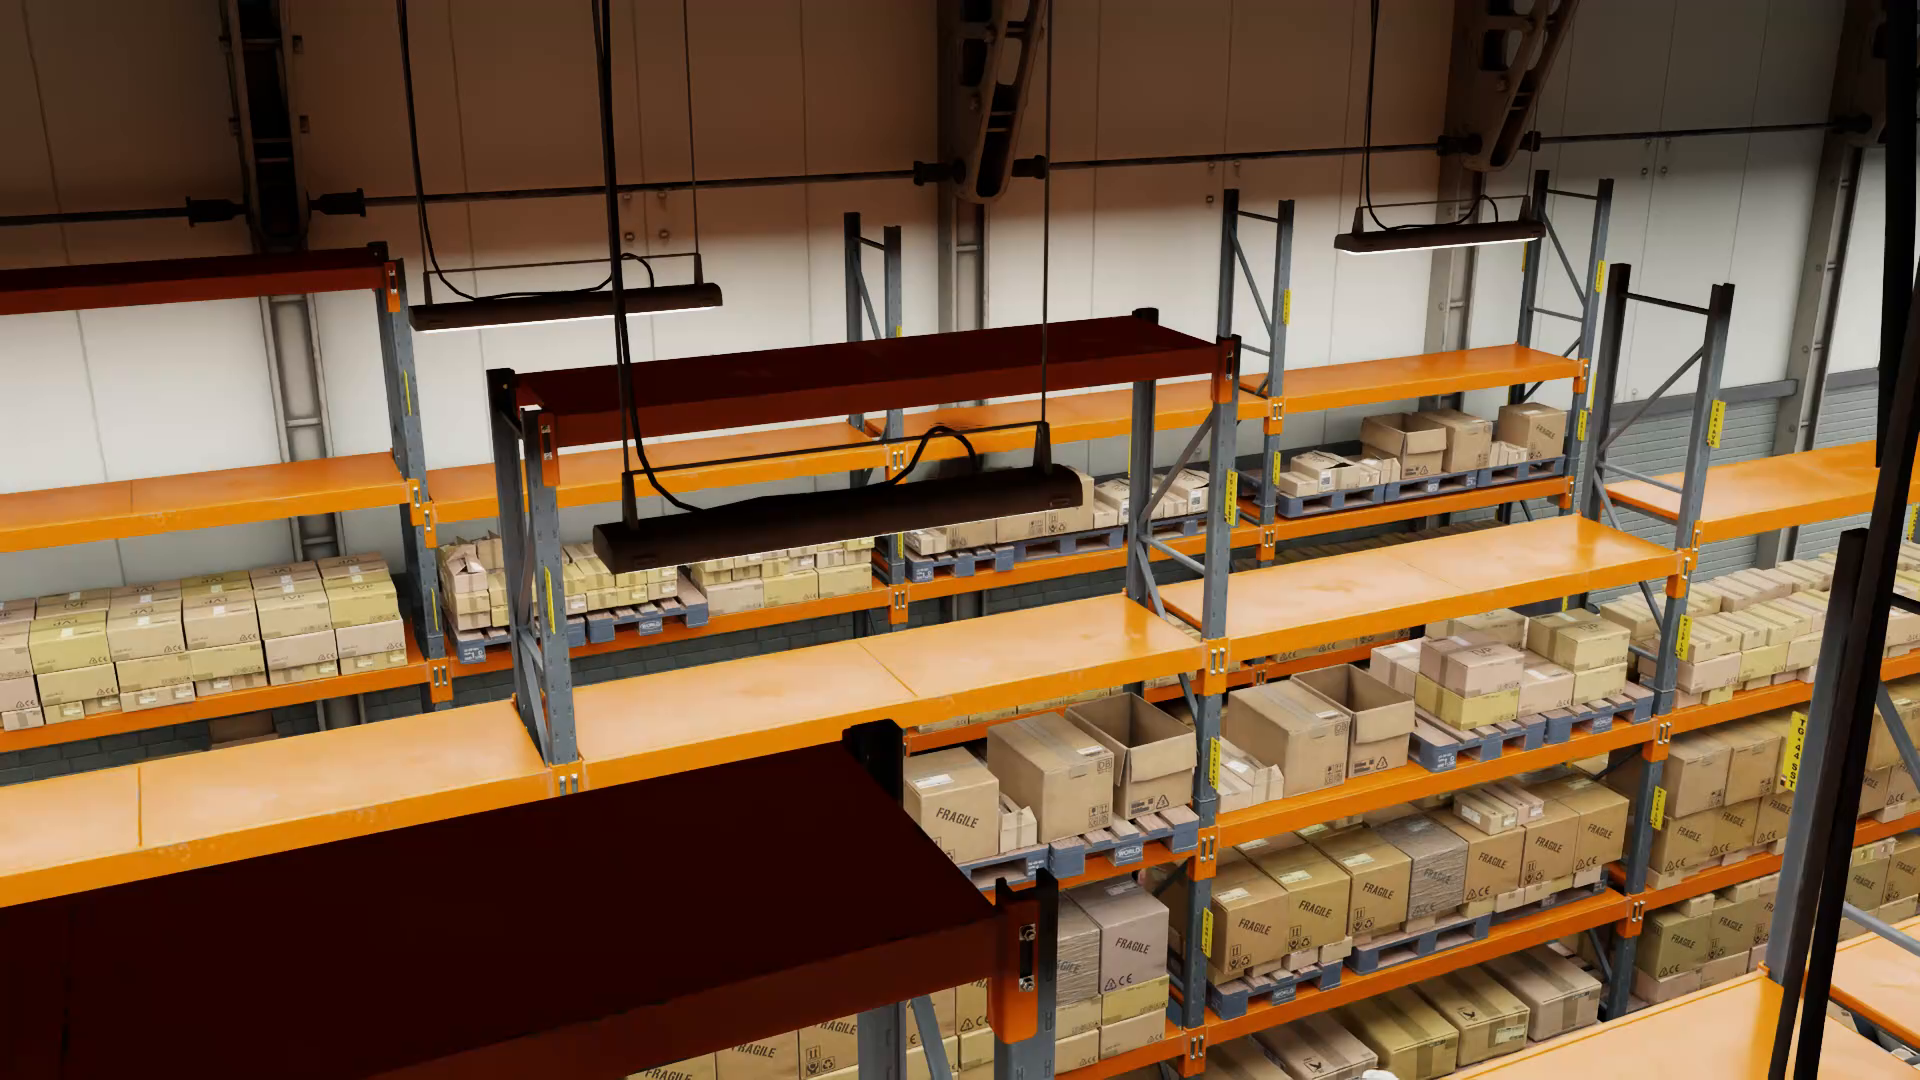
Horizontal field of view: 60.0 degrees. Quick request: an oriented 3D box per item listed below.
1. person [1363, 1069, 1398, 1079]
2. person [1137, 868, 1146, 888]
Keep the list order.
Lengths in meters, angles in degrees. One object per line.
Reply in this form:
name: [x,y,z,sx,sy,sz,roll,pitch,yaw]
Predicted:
person: [2.537,4.008,10.204,0.396,1.791,0.639,11,21,28]
person: [1.699,2.720,13.706,0.676,1.684,0.440,-10,21,-28]
